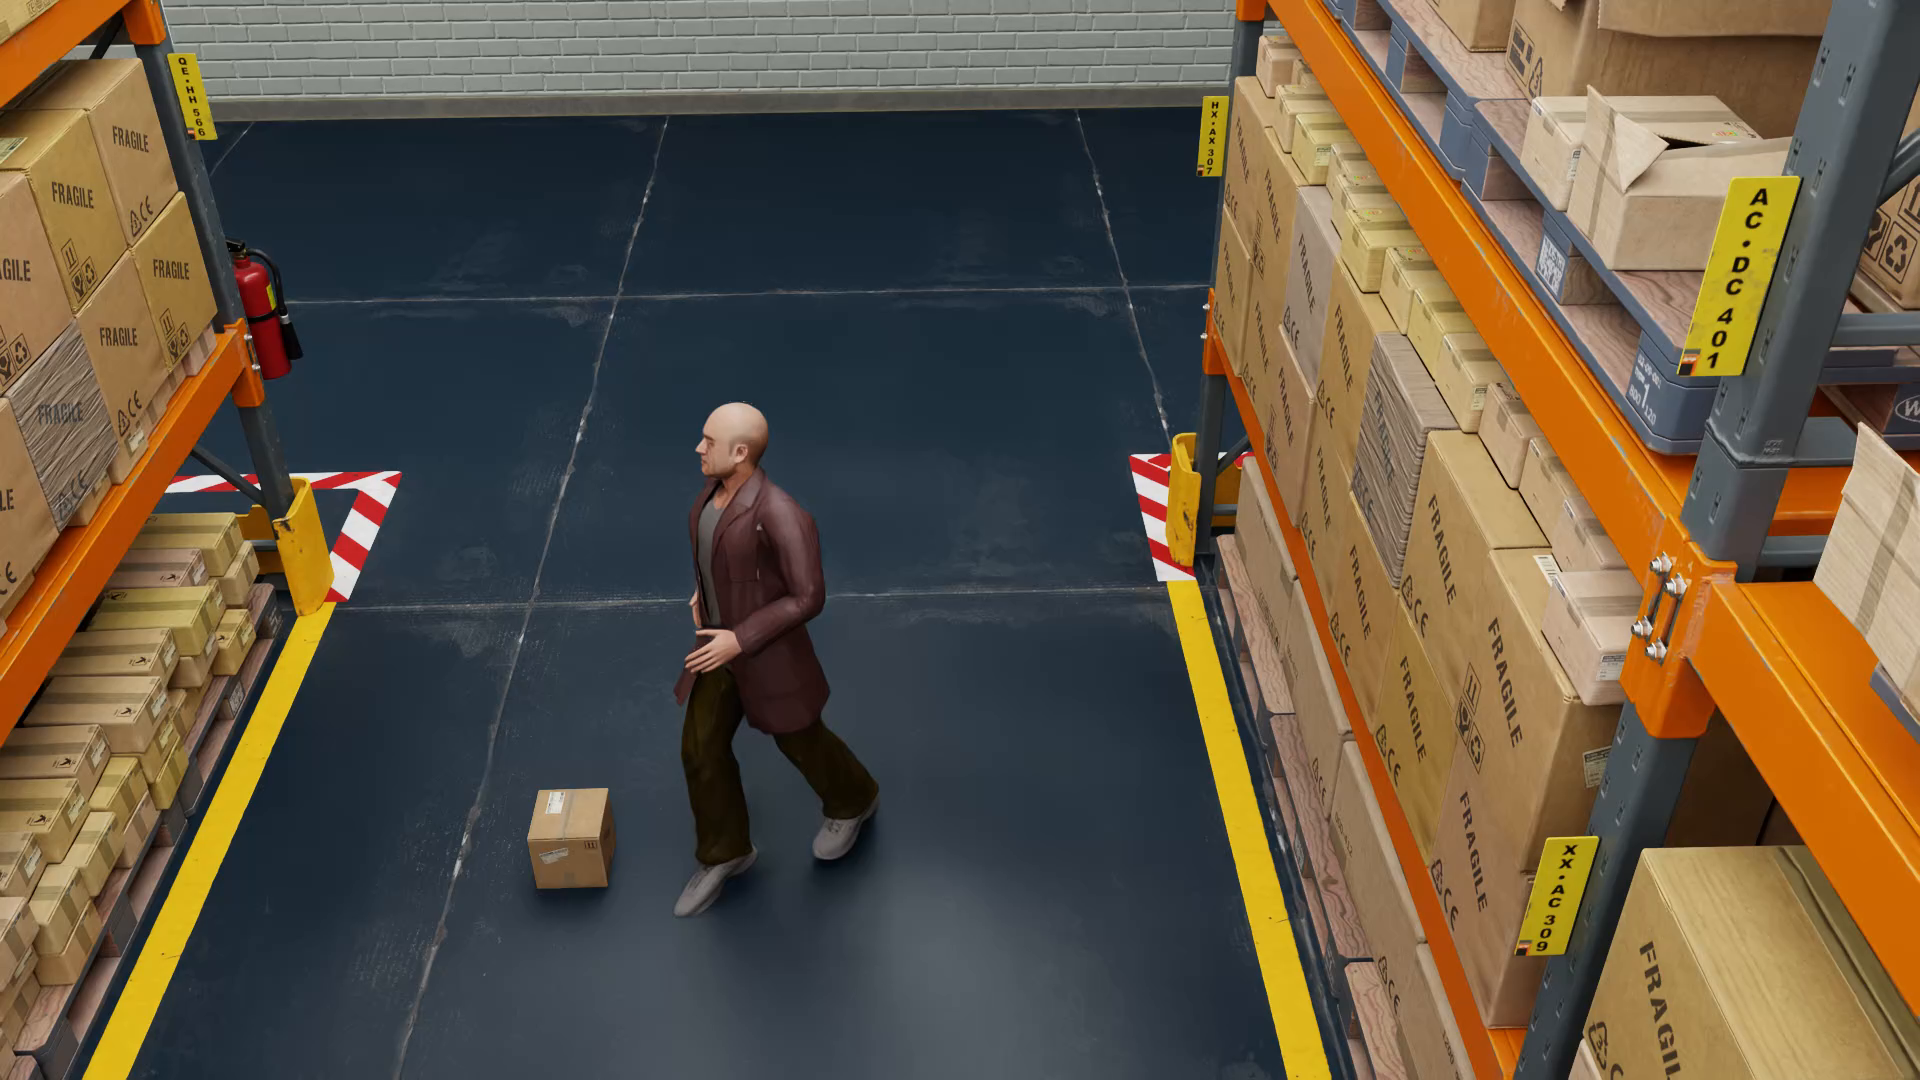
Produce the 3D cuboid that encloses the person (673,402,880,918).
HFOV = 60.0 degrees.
[{"bbox_3d":[-0.761,0.397,5.623,0.724,1.780,0.859,27,43,33],"label":"person"}]
